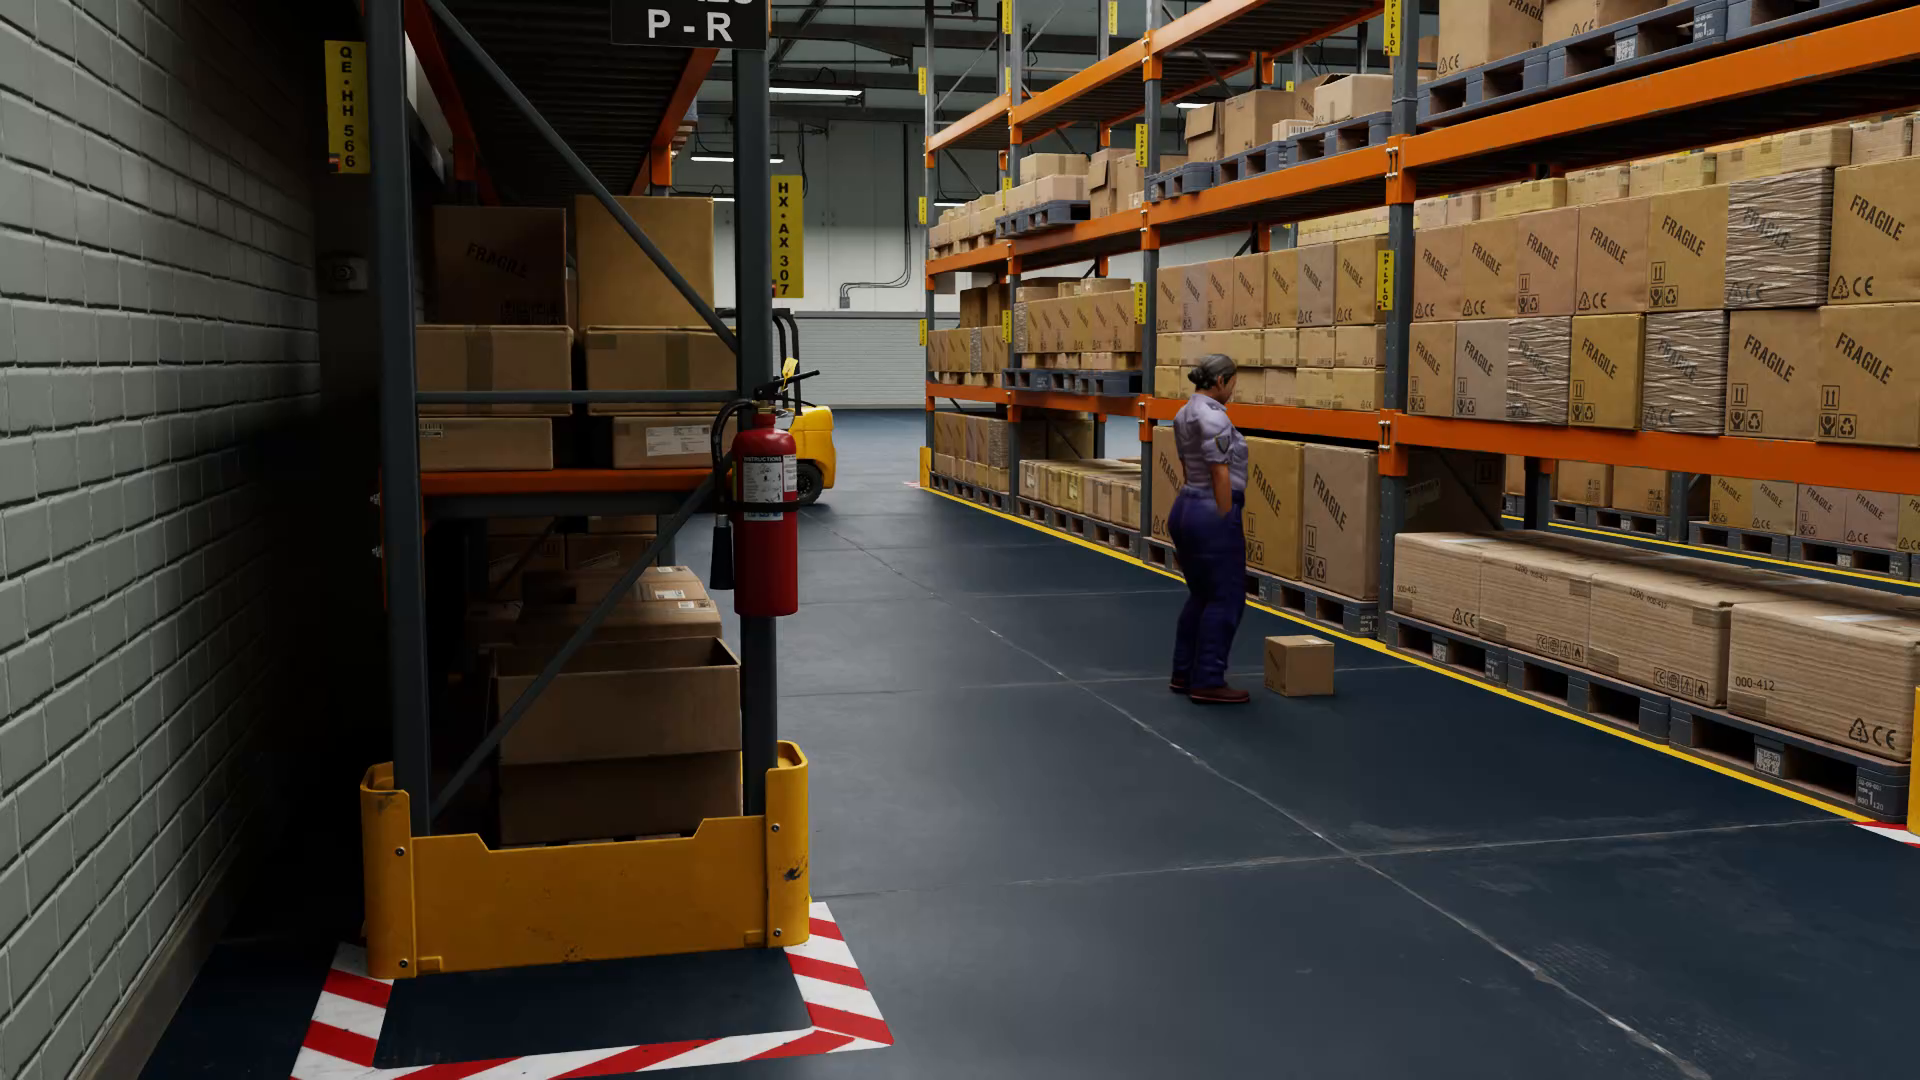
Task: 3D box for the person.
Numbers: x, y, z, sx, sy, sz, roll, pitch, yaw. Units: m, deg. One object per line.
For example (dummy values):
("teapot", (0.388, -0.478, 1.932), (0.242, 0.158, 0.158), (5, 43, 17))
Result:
("person", (1.175, -0.063, 7.911), (0.338, 1.639, 0.476), (-1, 6, -13))
